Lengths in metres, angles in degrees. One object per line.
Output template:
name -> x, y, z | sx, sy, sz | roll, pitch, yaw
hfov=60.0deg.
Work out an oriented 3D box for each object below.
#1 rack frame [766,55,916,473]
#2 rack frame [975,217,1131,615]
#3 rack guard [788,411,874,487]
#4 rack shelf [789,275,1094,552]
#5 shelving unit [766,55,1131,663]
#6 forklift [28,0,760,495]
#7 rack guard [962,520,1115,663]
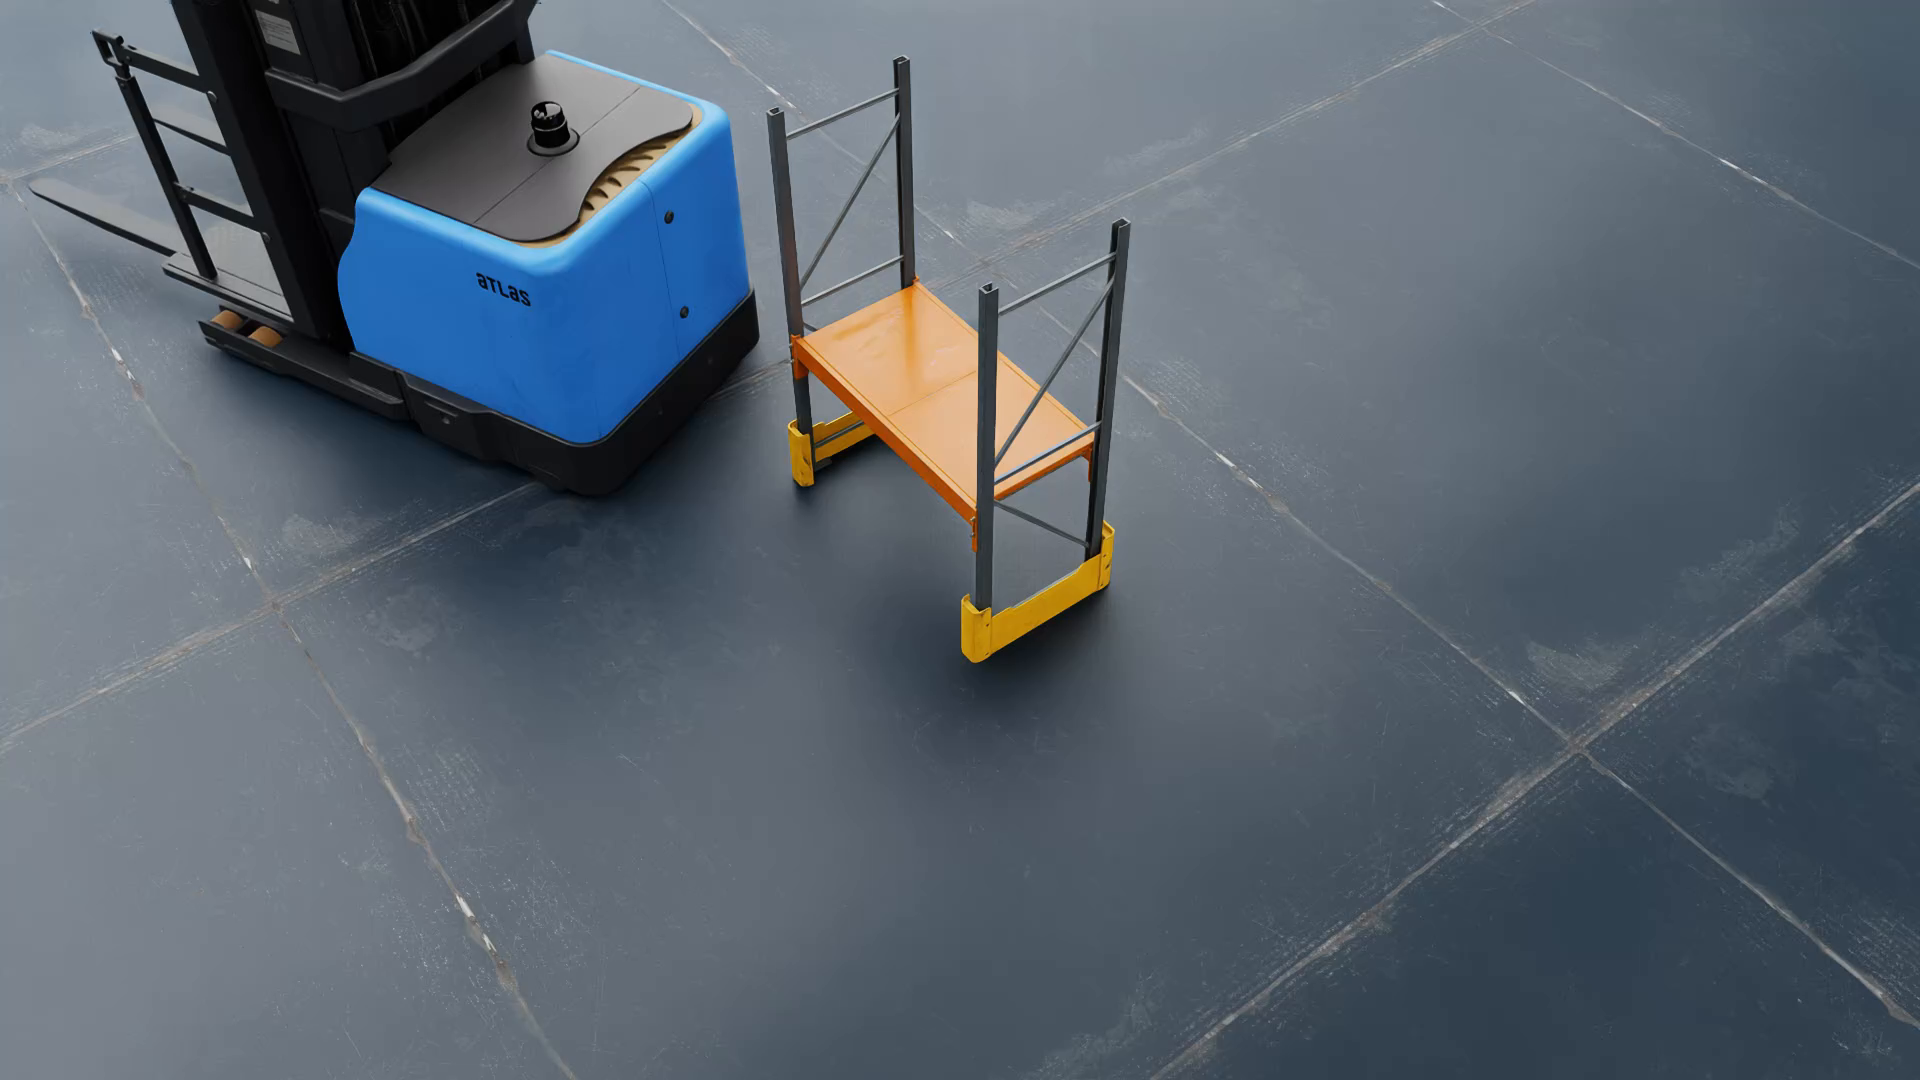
rack frame -> -0.359, -0.854, 5.512 | 0.500, 1.500, 0.032 | -29, 54, -24
rack frame -> 0.256, -0.254, 4.968 | 0.500, 1.500, 0.032 | -29, 54, -24
rack guard -> -0.348, -0.423, 5.964 | 0.587, 0.250, 0.087 | -29, 54, -24
rack shelf -> -0.052, -0.433, 5.373 | 0.538, 0.185, 1.000 | -29, 54, -24
shelving unit -> -0.046, -0.549, 5.235 | 0.587, 1.500, 1.083 | -29, 54, -24
forklift -> -2.306, -1.947, 5.537 | 3.031, 2.935, 1.130 | 22, 52, 19
rack guard -> 0.255, 0.165, 5.432 | 0.587, 0.250, 0.087 | -29, 54, -24
